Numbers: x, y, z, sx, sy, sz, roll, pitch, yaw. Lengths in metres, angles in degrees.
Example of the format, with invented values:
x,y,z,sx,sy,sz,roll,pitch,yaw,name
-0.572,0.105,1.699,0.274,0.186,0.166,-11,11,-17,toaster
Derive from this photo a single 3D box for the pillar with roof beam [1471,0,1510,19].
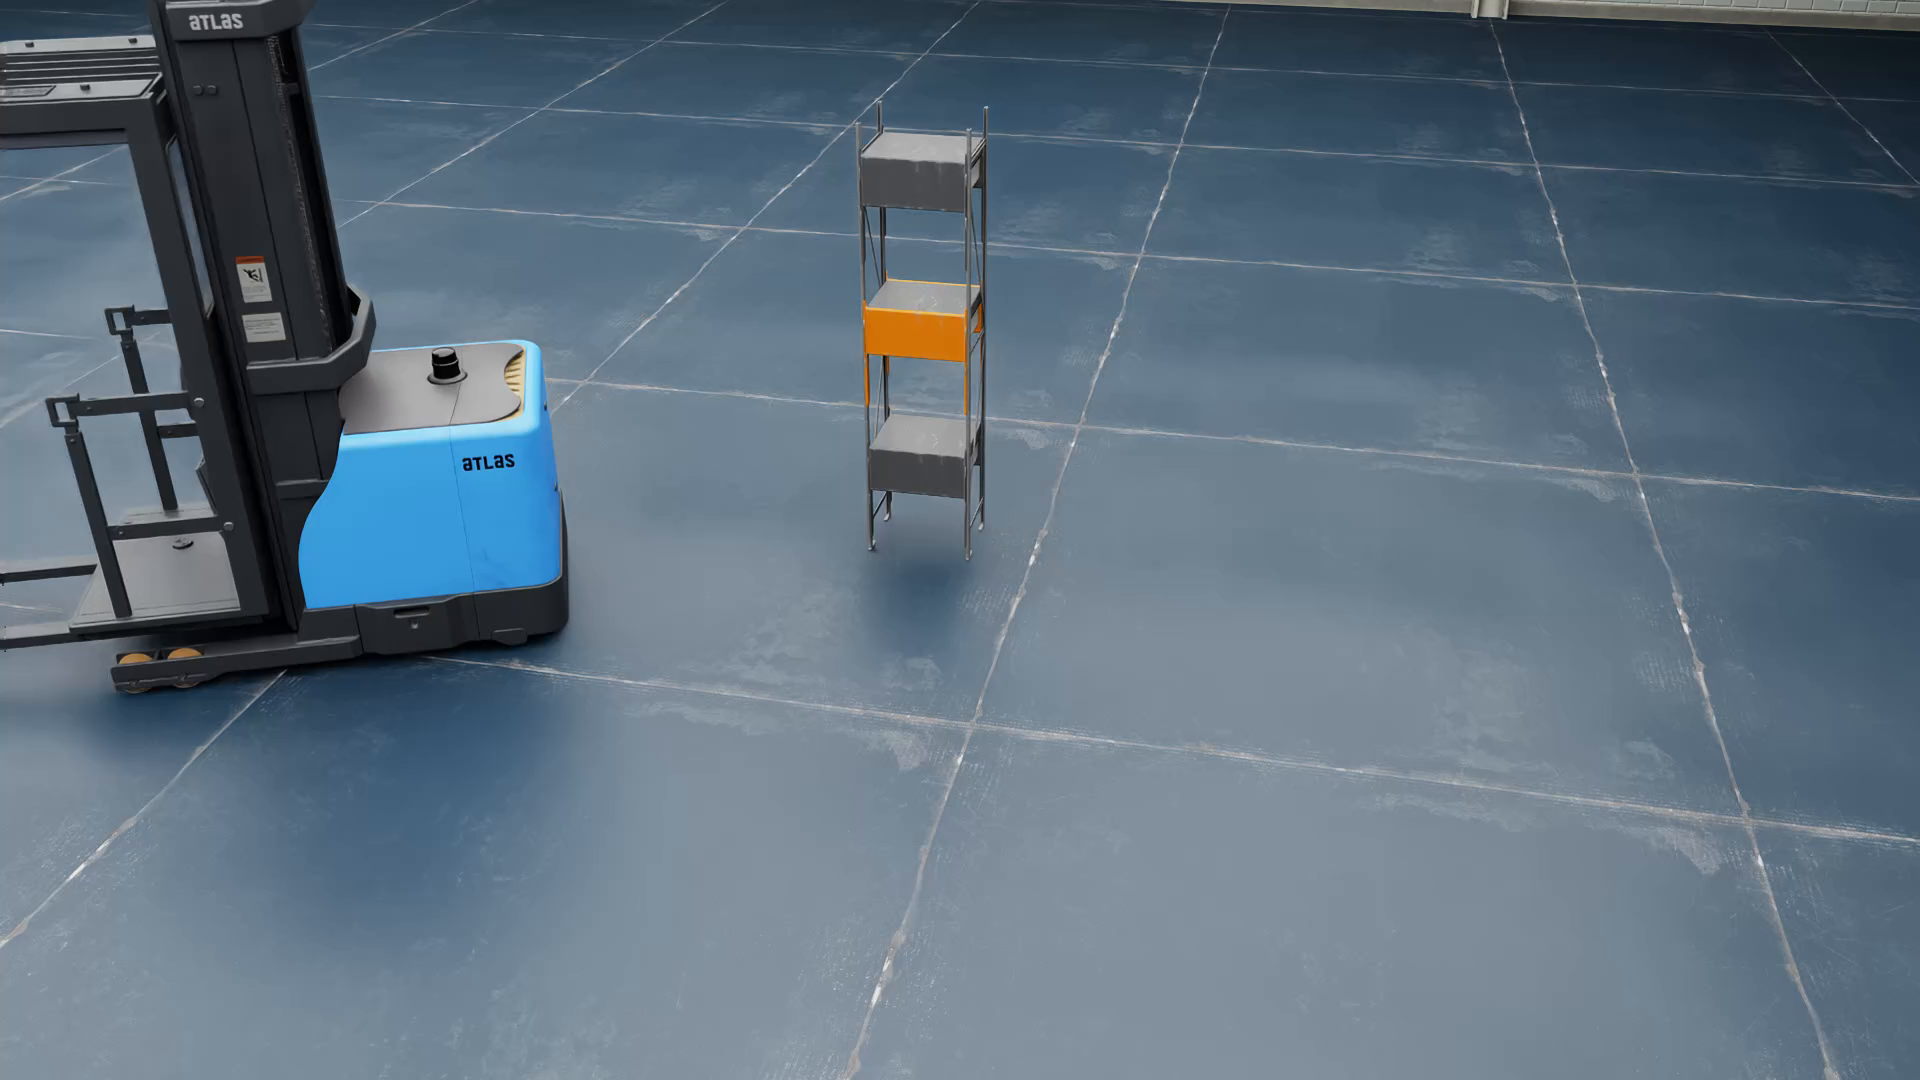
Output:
x,y,z,sx,sy,sz,roll,pitch,yaw,name
5.285,-8.057,13.596,0.400,9.000,9.100,6,29,11,pillar with roof beam

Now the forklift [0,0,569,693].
x,y,z,sx,sy,sz,roll,pitch,yaw,name
-3.324,-0.913,6.866,3.031,2.935,1.130,-6,29,-11,forklift

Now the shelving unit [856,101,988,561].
x,y,z,sx,sy,sz,roll,pitch,yaw,name
-0.162,-0.938,7.776,0.503,2.100,0.431,6,29,11,shelving unit

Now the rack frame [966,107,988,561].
x,y,z,sx,sy,sz,roll,pitch,yaw,name
0.077,-0.913,7.731,0.015,2.100,0.400,6,29,11,rack frame

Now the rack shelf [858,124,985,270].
x,y,z,sx,sy,sz,roll,pitch,yaw,name
-0.162,-1.540,7.447,0.480,0.518,0.431,6,29,11,rack shelf

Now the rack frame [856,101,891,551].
x,y,z,sx,sy,sz,roll,pitch,yaw,name
-0.401,-0.962,7.821,0.015,2.100,0.400,6,29,11,rack frame

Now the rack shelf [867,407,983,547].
x,y,z,sx,sy,sz,roll,pitch,yaw,name
-0.162,-0.312,8.119,0.480,0.518,0.431,6,29,11,rack shelf

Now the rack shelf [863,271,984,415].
x,y,z,sx,sy,sz,roll,pitch,yaw,name
-0.162,-0.926,7.783,0.480,0.518,0.431,6,29,11,rack shelf
